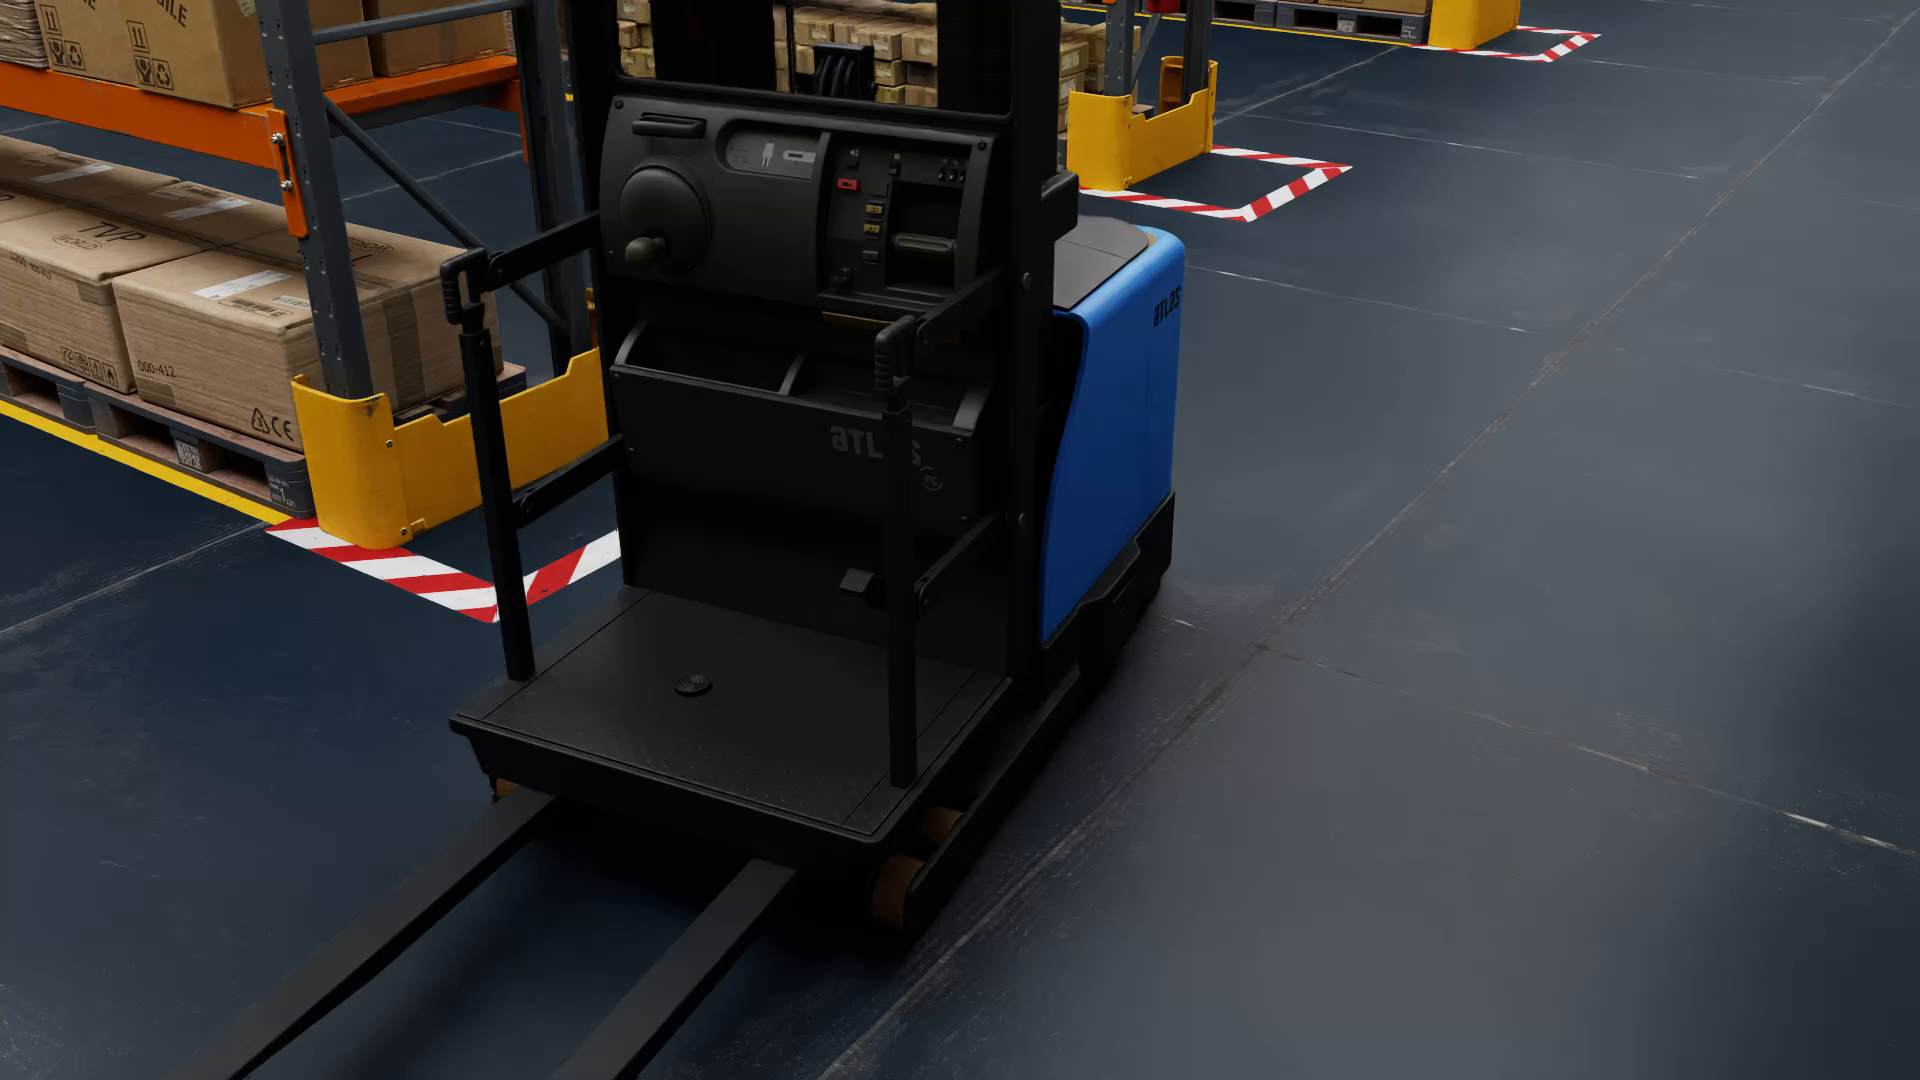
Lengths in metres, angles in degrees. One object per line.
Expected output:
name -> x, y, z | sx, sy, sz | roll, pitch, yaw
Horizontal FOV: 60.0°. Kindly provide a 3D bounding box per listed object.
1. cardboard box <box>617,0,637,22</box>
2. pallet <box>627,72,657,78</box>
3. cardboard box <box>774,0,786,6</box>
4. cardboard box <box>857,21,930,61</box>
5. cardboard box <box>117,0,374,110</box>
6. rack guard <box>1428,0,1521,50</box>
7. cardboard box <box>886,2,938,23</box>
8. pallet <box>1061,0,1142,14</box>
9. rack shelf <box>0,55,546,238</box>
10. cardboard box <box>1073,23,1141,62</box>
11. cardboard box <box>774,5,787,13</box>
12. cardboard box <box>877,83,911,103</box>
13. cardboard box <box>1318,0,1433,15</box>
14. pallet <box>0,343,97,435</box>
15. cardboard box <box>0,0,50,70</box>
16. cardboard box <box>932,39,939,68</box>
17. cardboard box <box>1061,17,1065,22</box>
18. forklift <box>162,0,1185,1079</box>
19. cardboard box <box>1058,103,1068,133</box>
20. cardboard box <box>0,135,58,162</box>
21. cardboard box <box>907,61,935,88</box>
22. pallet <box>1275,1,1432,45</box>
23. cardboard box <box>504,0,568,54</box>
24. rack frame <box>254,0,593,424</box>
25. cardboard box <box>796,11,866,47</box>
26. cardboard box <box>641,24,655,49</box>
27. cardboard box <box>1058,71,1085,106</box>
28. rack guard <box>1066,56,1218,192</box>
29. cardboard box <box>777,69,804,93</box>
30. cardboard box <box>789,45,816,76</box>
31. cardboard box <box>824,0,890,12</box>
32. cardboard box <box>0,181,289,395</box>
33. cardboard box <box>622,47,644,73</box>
cardboard box -> -2.041, -3.480, 10.805 | 0.250, 0.149, 0.380 | 19, 32, 32
pallet -> -1.634, -3.062, 11.034 | 1.213, 0.211, 1.003 | 17, 32, 30
cardboard box -> -1.155, -3.444, 10.734 | 0.250, 0.149, 0.380 | 18, 32, 32
cardboard box -> -0.381, -2.903, 9.672 | 0.250, 0.149, 0.380 | 19, 32, 32
cardboard box -> -2.178, -1.630, 5.035 | 0.500, 0.500, 0.500 | 18, 32, 31
rack guard -> 4.000, -4.145, 12.844 | 0.348, 0.500, 1.175 | 17, 32, 30
cardboard box -> -0.246, -3.211, 10.276 | 0.250, 0.149, 0.380 | 18, 32, 31
pallet -> 1.266, -4.825, 14.499 | 1.213, 0.211, 1.003 | 17, 32, 30
rack shelf -> -3.279, -1.753, 6.181 | 4.000, 0.370, 1.077 | 17, 32, 30
cardboard box -> 0.850, -2.880, 9.627 | 0.250, 0.149, 0.380 | 16, 31, 28
cardboard box -> -1.220, -3.186, 10.228 | 0.250, 0.149, 0.380 | 18, 32, 31
cardboard box -> -0.358, -2.639, 9.810 | 0.250, 0.149, 0.380 | 16, 31, 28
cardboard box -> 3.408, -4.640, 12.940 | 0.875, 0.875, 0.875 | 17, 32, 30
pallet -> -3.335, -0.807, 6.603 | 1.213, 0.211, 1.003 | 17, 32, 30
cardboard box -> -3.012, -1.893, 5.552 | 0.500, 0.500, 0.500 | 18, 32, 32
cardboard box -> 0.049, -2.765, 9.400 | 0.250, 0.149, 0.380 | 17, 31, 29
cardboard box -> 0.419, -3.019, 9.899 | 0.250, 0.149, 0.380 | 17, 32, 30
forklift -> -0.453, -0.686, 3.367 | 1.130, 2.935, 3.031 | 12, 29, 22
cardboard box -> 0.537, -2.411, 9.360 | 0.250, 0.149, 0.380 | 18, 32, 31
cardboard box -> -4.470, -1.431, 7.117 | 0.875, 0.438, 0.875 | 17, 31, 30
cardboard box -> -0.100, -2.755, 9.709 | 0.250, 0.149, 0.380 | 17, 31, 30
pallet -> 3.277, -4.199, 13.267 | 1.213, 0.211, 1.003 | 17, 32, 30
cardboard box -> -2.961, -3.633, 11.375 | 0.500, 0.500, 0.500 | 17, 31, 29
rack frame -> -1.630, -1.560, 5.009 | 0.127, 3.000, 1.000 | 17, 32, 30
cardboard box -> -0.768, -3.069, 9.998 | 0.250, 0.149, 0.380 | 17, 32, 31
cardboard box -> -1.831, -3.269, 10.719 | 0.250, 0.149, 0.380 | 18, 32, 31
cardboard box -> 0.493, -2.515, 9.237 | 0.250, 0.149, 0.380 | 16, 31, 29
rack guard -> 1.027, -2.342, 9.302 | 0.348, 0.500, 1.175 | 17, 32, 30
cardboard box -> -0.997, -2.849, 10.221 | 0.250, 0.149, 0.380 | 16, 31, 29
cardboard box -> -0.814, -2.909, 10.011 | 0.250, 0.149, 0.380 | 18, 32, 31
cardboard box -> -0.651, -3.344, 10.539 | 0.250, 0.149, 0.380 | 16, 31, 29
cardboard box -> -2.990, -0.970, 6.210 | 0.875, 0.438, 0.875 | 18, 32, 32
cardboard box -> -2.090, -3.167, 10.846 | 0.250, 0.149, 0.380 | 16, 31, 28
